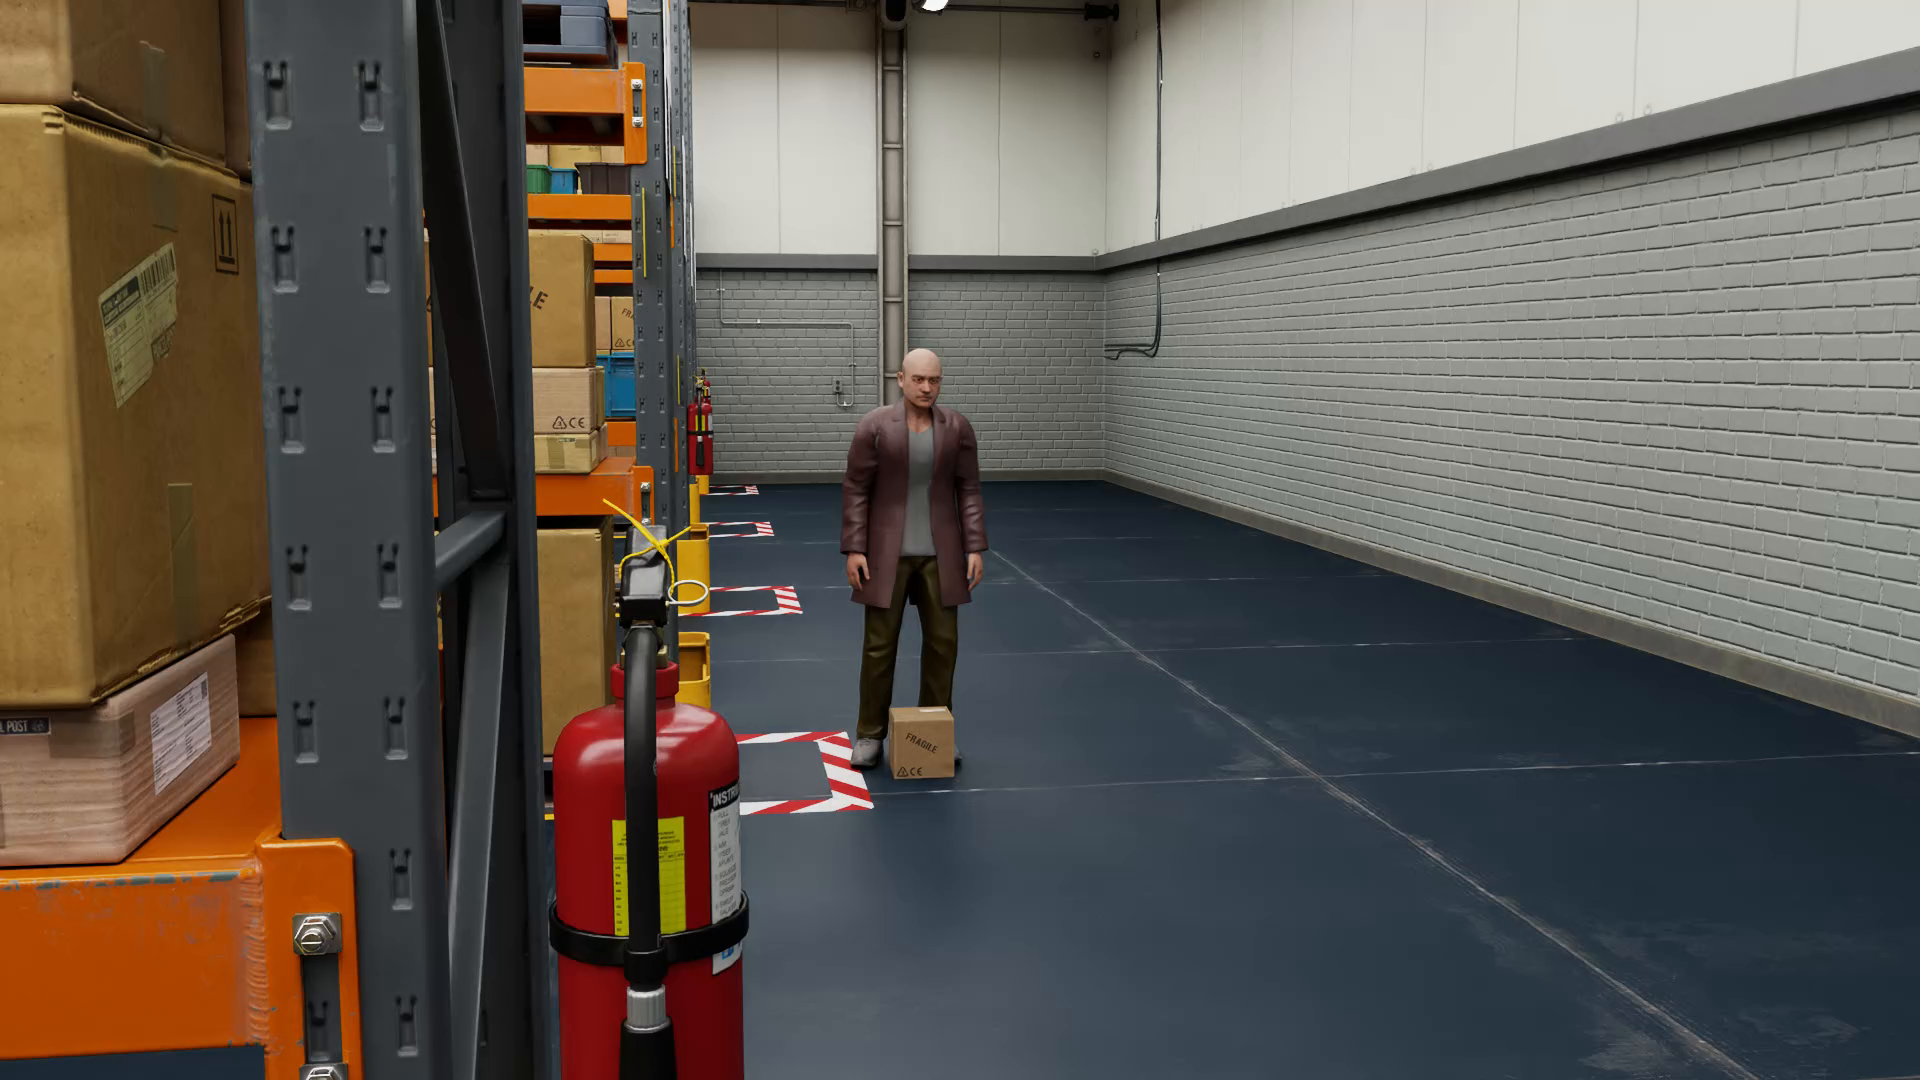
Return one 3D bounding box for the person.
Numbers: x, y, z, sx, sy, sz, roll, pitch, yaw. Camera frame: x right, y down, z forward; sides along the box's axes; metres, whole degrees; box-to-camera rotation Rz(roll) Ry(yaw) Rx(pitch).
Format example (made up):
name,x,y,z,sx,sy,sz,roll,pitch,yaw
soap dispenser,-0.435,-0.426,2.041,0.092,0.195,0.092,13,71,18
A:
name,x,y,z,sx,sy,sz,roll,pitch,yaw
person,-0.193,0.068,7.166,0.653,1.773,0.425,-1,6,-12
